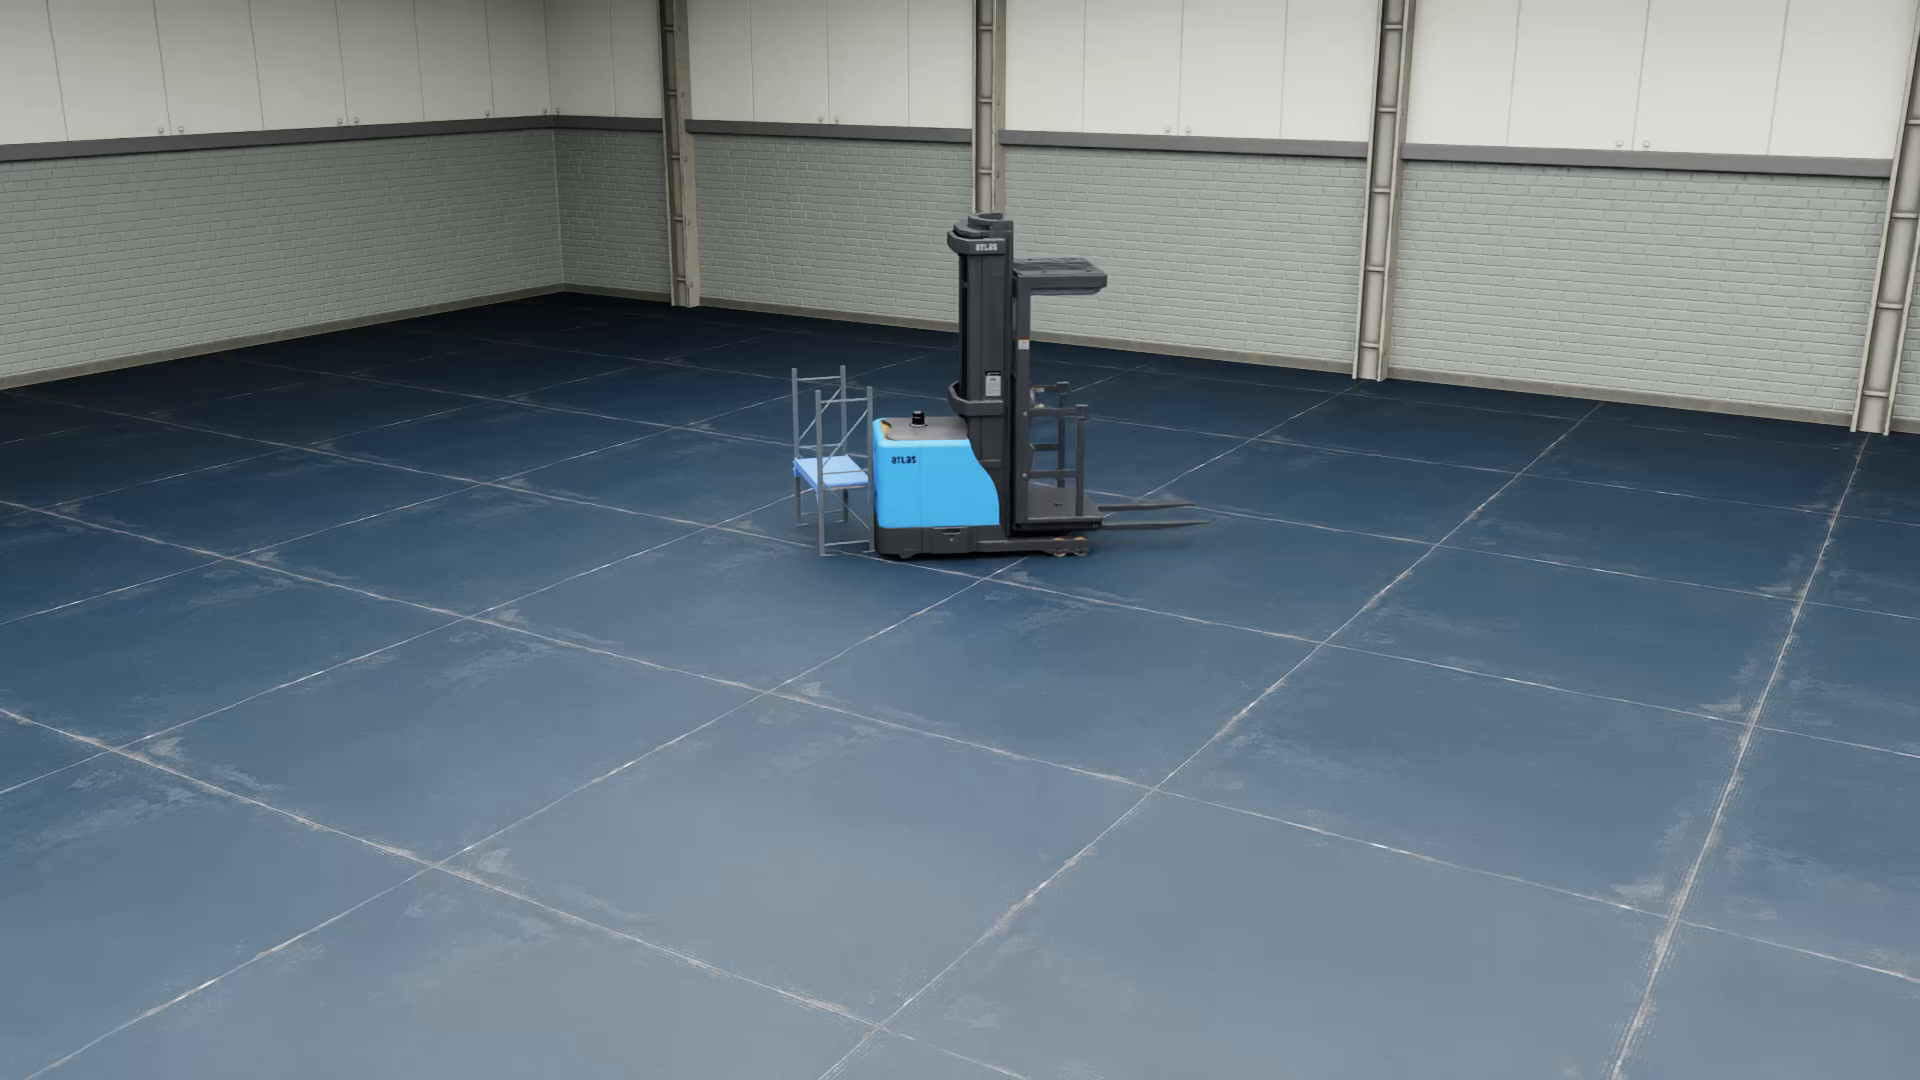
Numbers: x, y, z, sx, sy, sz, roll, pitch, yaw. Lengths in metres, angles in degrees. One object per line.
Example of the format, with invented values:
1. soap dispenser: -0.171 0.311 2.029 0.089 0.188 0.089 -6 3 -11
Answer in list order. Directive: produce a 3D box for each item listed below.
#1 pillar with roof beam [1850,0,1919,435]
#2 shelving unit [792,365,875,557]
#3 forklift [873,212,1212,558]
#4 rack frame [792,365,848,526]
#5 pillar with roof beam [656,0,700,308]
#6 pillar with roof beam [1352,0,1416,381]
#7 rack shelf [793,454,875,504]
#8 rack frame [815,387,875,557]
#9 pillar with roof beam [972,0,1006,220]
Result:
1. pillar with roof beam: 8.396 -4.517 14.638 0.400 9.000 9.100 10 20 30
2. shelving unit: -1.156 -0.734 15.087 0.538 1.500 1.048 -5 18 -16
3. forklift: 0.739 -1.404 14.828 3.031 2.935 1.130 -2 17 -6
4. rack frame: -1.305 -0.876 15.552 0.500 1.500 0.032 -5 18 -16
5. pillar with roof beam: -6.942 -7.255 23.652 0.400 9.000 9.100 10 20 30
6. pillar with roof beam: 3.284 -5.430 17.643 0.400 9.000 9.100 10 20 30
7. rack shelf: -1.156 -0.562 15.139 0.538 0.185 1.000 -5 18 -16
8. rack frame: -1.007 -0.593 14.622 0.500 1.500 0.032 -5 18 -16
9. pillar with roof beam: -1.829 -6.343 20.647 0.400 9.000 9.100 10 20 30
